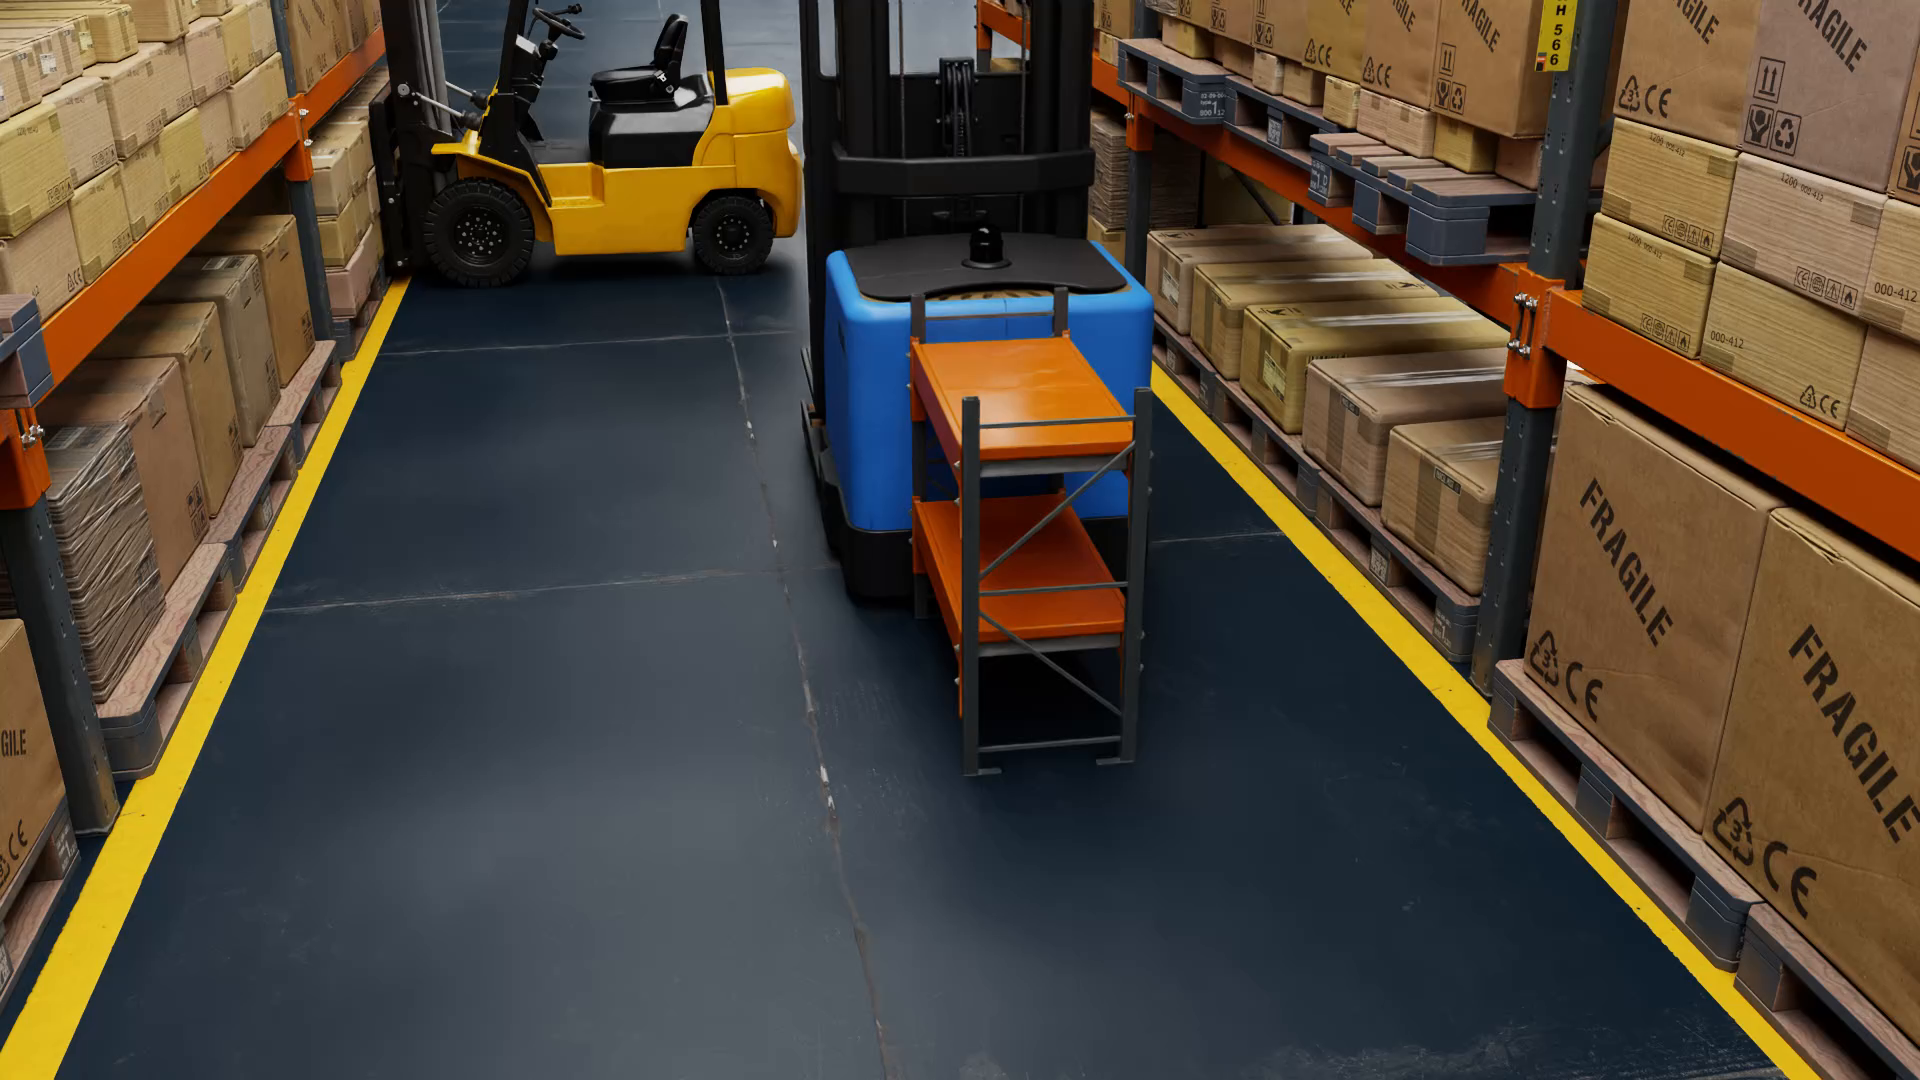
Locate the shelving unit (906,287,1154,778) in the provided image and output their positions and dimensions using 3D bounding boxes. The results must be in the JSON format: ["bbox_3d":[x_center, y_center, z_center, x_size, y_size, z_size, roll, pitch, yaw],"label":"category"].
[{"bbox_3d":[0.174,-0.064,4.992,0.538,1.125,1.048,-4,24,-8],"label":"shelving unit"}]

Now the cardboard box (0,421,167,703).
[{"bbox_3d":[-2.878,0.077,4.768,0.875,0.625,0.625,-4,24,-8],"label":"cardboard box"}]

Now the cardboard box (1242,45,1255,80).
[{"bbox_3d":[1.369,-1.945,6.744,0.380,0.149,0.250,-4,24,-9],"label":"cardboard box"}]

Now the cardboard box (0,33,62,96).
[{"bbox_3d":[-2.669,-1.267,4.467,0.380,0.149,0.250,-4,24,-8],"label":"cardboard box"}]

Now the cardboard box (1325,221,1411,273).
[{"bbox_3d":[2.501,-1.892,9.955,0.500,0.500,0.500,13,27,27],"label":"cardboard box"}]

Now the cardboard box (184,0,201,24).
[{"bbox_3d":[-3.010,-1.969,6.075,0.380,0.149,0.250,-5,24,-11],"label":"cardboard box"}]

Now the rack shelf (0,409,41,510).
[{"bbox_3d":[-2.406,0.544,2.155,1.077,0.370,4.000,-4,24,-10],"label":"rack shelf"}]

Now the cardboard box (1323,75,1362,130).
[{"bbox_3d":[1.495,-1.533,5.801,0.380,0.149,0.250,-4,24,-9],"label":"cardboard box"}]

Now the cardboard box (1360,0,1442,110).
[{"bbox_3d":[1.638,-1.676,5.319,0.500,0.500,0.500,-5,24,-11],"label":"cardboard box"}]

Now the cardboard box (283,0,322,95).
[{"bbox_3d":[-3.341,-2.385,7.839,0.500,0.500,0.500,-5,24,-11],"label":"cardboard box"}]

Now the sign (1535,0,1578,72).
[{"bbox_3d":[1.570,-1.391,4.341,0.100,0.325,0.005,-4,24,-10],"label":"sign"}]

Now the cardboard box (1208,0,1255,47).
[{"bbox_3d":[1.338,-2.291,6.726,0.500,0.500,0.500,-4,24,-10],"label":"cardboard box"}]

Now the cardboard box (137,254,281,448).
[{"bbox_3d":[-3.272,-0.740,6.638,0.875,0.625,0.625,-5,24,-10],"label":"cardboard box"}]

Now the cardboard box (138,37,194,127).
[{"bbox_3d":[-2.908,-1.529,5.565,0.500,0.250,0.500,-4,24,-9],"label":"cardboard box"}]

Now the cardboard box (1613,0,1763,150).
[{"bbox_3d":[1.952,-1.233,3.951,0.500,0.500,0.500,-5,24,-12],"label":"cardboard box"}]

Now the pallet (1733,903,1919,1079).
[{"bbox_3d":[2.395,1.131,3.396,1.003,0.211,1.213,-4,24,-10],"label":"pallet"}]

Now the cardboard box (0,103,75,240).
[{"bbox_3d":[-2.594,-0.927,4.188,0.500,0.250,0.500,-4,24,-10],"label":"cardboard box"}]

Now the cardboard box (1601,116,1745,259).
[{"bbox_3d":[1.952,-0.884,4.089,0.500,0.250,0.500,-4,24,-10],"label":"cardboard box"}]

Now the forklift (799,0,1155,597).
[{"bbox_3d":[-0.087,-1.708,6.498,1.130,2.935,3.031,-4,24,-8],"label":"forklift"}]

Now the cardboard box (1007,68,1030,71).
[{"bbox_3d":[0.605,-2.811,10.913,0.500,0.500,0.500,-5,24,-12],"label":"cardboard box"}]

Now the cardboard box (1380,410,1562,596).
[{"bbox_3d":[2.006,-0.152,5.609,0.950,0.372,0.625,-6,24,-13],"label":"cardboard box"}]

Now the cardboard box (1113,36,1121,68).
[{"bbox_3d":[1.002,-2.503,8.547,0.380,0.149,0.250,-5,24,-10],"label":"cardboard box"}]

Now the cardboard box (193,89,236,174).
[{"bbox_3d":[-3.006,-1.503,6.131,0.500,0.250,0.500,-4,24,-9],"label":"cardboard box"}]

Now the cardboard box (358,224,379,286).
[{"bbox_3d":[-3.389,-1.491,8.828,0.500,0.250,0.500,-5,24,-11],"label":"cardboard box"}]

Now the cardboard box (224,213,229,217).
[{"bbox_3d":[-3.797,-1.715,8.091,0.500,0.250,0.500,-4,24,-9],"label":"cardboard box"}]

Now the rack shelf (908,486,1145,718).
[{"bbox_3d":[0.174,0.160,5.090,0.538,0.278,1.000,-4,24,-8],"label":"rack shelf"}]

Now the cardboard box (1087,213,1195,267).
[{"bbox_3d":[0.988,-1.659,9.212,0.500,0.250,0.500,-3,24,-7],"label":"cardboard box"}]

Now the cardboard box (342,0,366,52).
[{"bbox_3d":[-3.621,-2.987,9.217,0.500,0.500,0.500,-4,24,-9],"label":"cardboard box"}]

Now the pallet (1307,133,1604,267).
[{"bbox_3d":[1.865,-1.126,5.319,1.213,0.211,1.003,-4,24,-10],"label":"pallet"}]

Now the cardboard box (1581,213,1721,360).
[{"bbox_3d":[1.944,-0.661,4.204,0.500,0.250,0.500,-5,24,-11],"label":"cardboard box"}]

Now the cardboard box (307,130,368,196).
[{"bbox_3d":[-3.382,-1.952,8.632,0.500,0.250,0.500,-4,24,-10],"label":"cardboard box"}]

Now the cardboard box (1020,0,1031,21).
[{"bbox_3d":[0.594,-3.413,10.630,0.380,0.149,0.250,-4,24,-8],"label":"cardboard box"}]

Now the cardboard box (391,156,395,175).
[{"bbox_3d":[-3.571,-2.115,9.632,0.500,0.250,0.500,-4,24,-10],"label":"cardboard box"}]

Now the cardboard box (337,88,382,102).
[{"bbox_3d":[-3.661,-2.553,10.010,0.500,0.250,0.500,-4,24,-9],"label":"cardboard box"}]

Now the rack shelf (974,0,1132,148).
[{"bbox_3d":[0.992,-2.971,10.205,1.077,0.370,4.000,-4,24,-10],"label":"rack shelf"}]

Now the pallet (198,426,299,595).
[{"bbox_3d":[-3.112,-0.100,6.215,1.003,0.211,1.213,-4,24,-10],"label":"pallet"}]

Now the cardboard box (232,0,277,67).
[{"bbox_3d":[-3.174,-2.132,6.946,0.500,0.250,0.500,-5,24,-11],"label":"cardboard box"}]

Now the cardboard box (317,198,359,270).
[{"bbox_3d":[-3.302,-1.520,8.269,0.500,0.250,0.500,-4,24,-10],"label":"cardboard box"}]

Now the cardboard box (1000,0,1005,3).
[{"bbox_3d":[0.481,-3.824,11.571,0.380,0.149,0.250,-4,24,-10],"label":"cardboard box"}]

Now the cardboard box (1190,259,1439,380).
[{"bbox_3d":[1.597,-1.014,7.582,0.950,0.372,0.625,-3,24,-6],"label":"cardboard box"}]

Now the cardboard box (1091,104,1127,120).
[{"bbox_3d":[0.893,-2.203,9.521,0.500,0.500,0.500,-4,24,-9],"label":"cardboard box"}]

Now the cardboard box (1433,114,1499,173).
[{"bbox_3d":[1.689,-1.230,5.108,0.380,0.149,0.250,-4,24,-9],"label":"cardboard box"}]

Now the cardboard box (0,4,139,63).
[{"bbox_3d":[-2.795,-1.569,5.160,0.380,0.149,0.250,-4,24,-9],"label":"cardboard box"}]

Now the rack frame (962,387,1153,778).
[{"bbox_3d":[0.254,0.136,4.532,0.500,1.125,0.032,-4,24,-8],"label":"rack frame"}]

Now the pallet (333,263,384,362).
[{"bbox_3d":[-3.622,-1.184,8.696,1.003,0.211,1.213,-4,24,-10],"label":"pallet"}]

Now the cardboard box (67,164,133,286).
[{"bbox_3d":[-2.706,-0.894,4.737,0.500,0.250,0.500,-5,24,-11],"label":"cardboard box"}]

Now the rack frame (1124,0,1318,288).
[{"bbox_3d":[1.361,-2.514,8.259,1.000,3.000,0.127,-4,24,-10],"label":"rack frame"}]

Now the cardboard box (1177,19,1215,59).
[{"bbox_3d":[1.191,-2.252,7.448,0.380,0.149,0.250,-4,24,-9],"label":"cardboard box"}]

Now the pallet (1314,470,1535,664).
[{"bbox_3d":[1.958,0.029,5.919,1.003,0.211,1.213,-4,24,-10],"label":"pallet"}]
